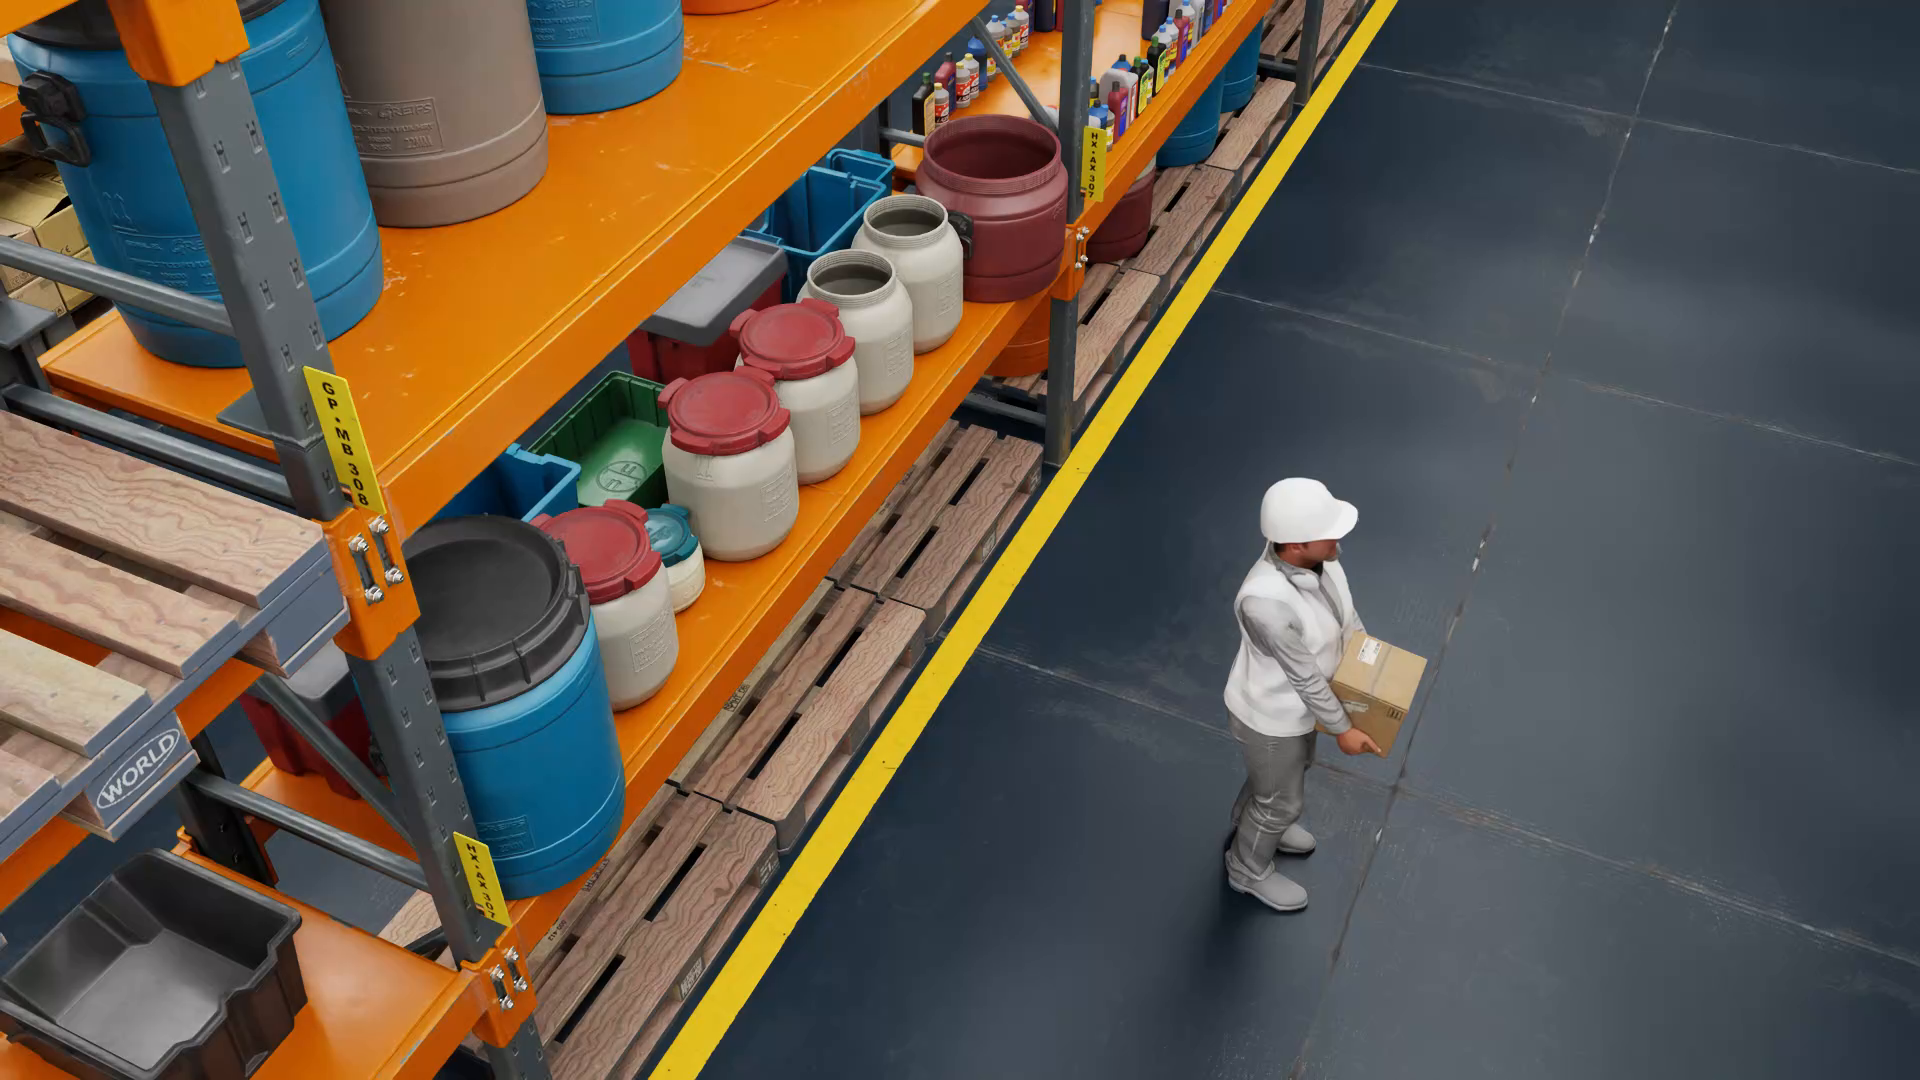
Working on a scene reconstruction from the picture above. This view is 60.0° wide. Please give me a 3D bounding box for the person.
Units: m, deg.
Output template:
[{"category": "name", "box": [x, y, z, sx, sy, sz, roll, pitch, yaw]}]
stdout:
[{"category": "person", "box": [1.169, 0.535, 5.546, 0.546, 1.765, 0.494, 18, 45, 19]}]
